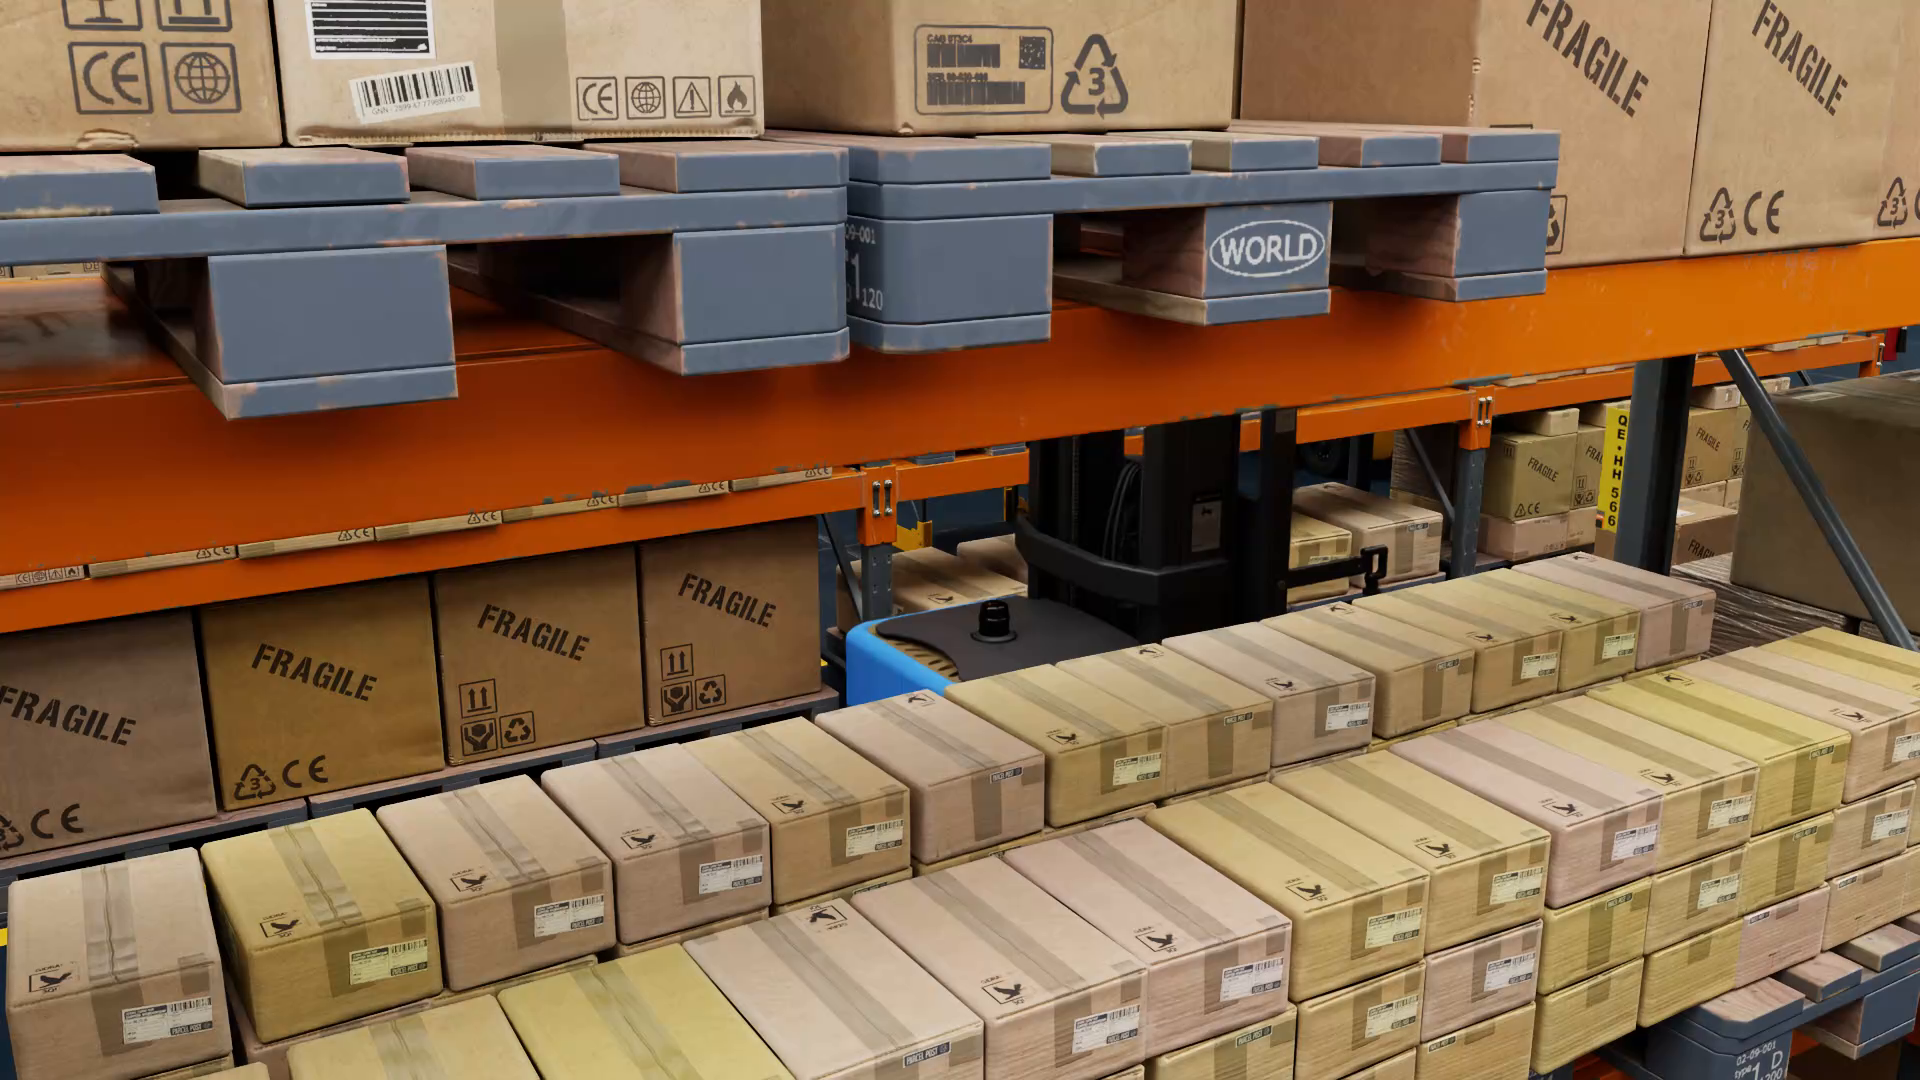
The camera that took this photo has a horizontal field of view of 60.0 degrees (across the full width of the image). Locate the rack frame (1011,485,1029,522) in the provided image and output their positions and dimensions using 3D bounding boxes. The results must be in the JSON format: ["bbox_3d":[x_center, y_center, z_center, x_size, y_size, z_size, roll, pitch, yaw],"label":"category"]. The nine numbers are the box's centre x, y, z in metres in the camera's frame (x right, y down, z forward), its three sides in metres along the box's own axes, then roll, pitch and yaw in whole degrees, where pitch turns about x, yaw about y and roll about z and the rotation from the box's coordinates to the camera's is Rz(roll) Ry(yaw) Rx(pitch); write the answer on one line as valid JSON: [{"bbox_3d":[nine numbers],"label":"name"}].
[{"bbox_3d":[0.509,-0.805,11.502,0.032,1.500,0.500,-9,18,-30],"label":"rack frame"}]

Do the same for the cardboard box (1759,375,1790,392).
[{"bbox_3d":[5.398,-1.050,11.325,0.250,0.149,0.380,-9,18,-28],"label":"cardboard box"}]

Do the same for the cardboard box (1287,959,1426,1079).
[{"bbox_3d":[0.494,0.672,2.593,0.250,0.149,0.380,-10,18,-31],"label":"cardboard box"}]

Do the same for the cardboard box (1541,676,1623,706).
[{"bbox_3d":[1.259,0.341,3.773,0.250,0.149,0.380,-8,18,-27],"label":"cardboard box"}]

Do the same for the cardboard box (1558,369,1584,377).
[{"bbox_3d":[3.639,-1.121,10.316,0.250,0.149,0.380,-9,18,-30],"label":"cardboard box"}]

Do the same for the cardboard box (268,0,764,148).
[{"bbox_3d":[-0.558,-0.615,1.876,0.500,0.311,0.500,-10,18,-30],"label":"cardboard box"}]

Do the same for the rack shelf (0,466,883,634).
[{"bbox_3d":[-2.342,0.000,7.187,4.000,0.370,1.077,-9,18,-30],"label":"rack shelf"}]

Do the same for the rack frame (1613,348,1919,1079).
[{"bbox_3d":[2.009,0.506,4.046,0.127,3.000,1.000,-9,18,-30],"label":"rack frame"}]

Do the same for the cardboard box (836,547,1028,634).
[{"bbox_3d":[-0.138,0.362,8.652,0.625,0.372,0.950,-11,19,-33],"label":"cardboard box"}]

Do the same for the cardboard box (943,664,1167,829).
[{"bbox_3d":[0.171,0.375,3.100,0.250,0.149,0.380,-10,18,-30],"label":"cardboard box"}]

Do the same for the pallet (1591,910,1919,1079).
[{"bbox_3d":[1.453,0.722,3.631,1.003,0.211,1.213,-9,18,-30],"label":"pallet"}]

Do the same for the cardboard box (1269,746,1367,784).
[{"bbox_3d":[0.602,0.448,3.390,0.250,0.149,0.380,-9,18,-30],"label":"cardboard box"}]

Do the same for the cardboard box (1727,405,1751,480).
[{"bbox_3d":[5.232,-0.731,11.388,0.500,0.500,0.500,-8,18,-28],"label":"cardboard box"}]

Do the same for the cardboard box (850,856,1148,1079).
[{"bbox_3d":[0.046,0.601,2.293,0.250,0.149,0.380,-9,18,-30],"label":"cardboard box"}]

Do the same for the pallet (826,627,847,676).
[{"bbox_3d":[0.043,0.609,8.844,1.213,0.211,1.003,-9,18,-30],"label":"pallet"}]

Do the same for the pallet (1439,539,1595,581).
[{"bbox_3d":[3.359,0.060,10.804,1.213,0.211,1.003,-9,18,-30],"label":"pallet"}]

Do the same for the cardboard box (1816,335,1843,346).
[{"bbox_3d":[5.860,-1.454,11.504,0.250,0.149,0.380,-9,18,-30],"label":"cardboard box"}]

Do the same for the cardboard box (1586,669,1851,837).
[{"bbox_3d":[1.384,0.384,3.069,0.250,0.149,0.380,-9,18,-28],"label":"cardboard box"}]

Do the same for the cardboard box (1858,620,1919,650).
[{"bbox_3d":[2.533,0.458,4.033,0.500,0.500,0.500,-9,18,-29],"label":"cardboard box"}]

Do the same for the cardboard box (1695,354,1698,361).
[{"bbox_3d":[4.540,-1.247,10.765,0.250,0.149,0.380,-9,18,-30],"label":"cardboard box"}]

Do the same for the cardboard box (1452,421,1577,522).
[{"bbox_3d":[3.446,-0.440,10.348,0.500,0.500,0.500,-8,18,-27],"label":"cardboard box"}]

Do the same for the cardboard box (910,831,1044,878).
[{"bbox_3d":[-0.053,0.553,3.017,0.250,0.149,0.380,-9,18,-29],"label":"cardboard box"}]

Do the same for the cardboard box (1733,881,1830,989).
[{"bbox_3d":[1.388,0.670,3.150,0.250,0.149,0.380,-9,18,-29],"label":"cardboard box"}]

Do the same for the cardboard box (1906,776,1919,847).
[{"bbox_3d":[1.820,0.456,3.362,0.250,0.149,0.380,-9,18,-29],"label":"cardboard box"}]

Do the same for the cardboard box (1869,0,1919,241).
[{"bbox_3d":[1.650,-0.848,3.135,0.500,0.500,0.500,-9,18,-30],"label":"cardboard box"}]

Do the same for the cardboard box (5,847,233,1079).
[{"bbox_3d":[-1.177,0.594,2.320,0.250,0.149,0.380,-8,18,-27],"label":"cardboard box"}]

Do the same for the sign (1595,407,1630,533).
[{"bbox_3d":[1.720,-0.179,4.346,0.005,0.325,0.100,-9,18,-30],"label":"sign"}]

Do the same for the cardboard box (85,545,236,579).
[{"bbox_3d":[-3.100,-0.069,6.377,0.500,0.250,0.500,-10,18,-31],"label":"cardboard box"}]

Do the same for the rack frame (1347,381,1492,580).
[{"bbox_3d":[2.801,-1.181,10.065,0.127,3.000,1.000,-9,18,-30],"label":"rack frame"}]

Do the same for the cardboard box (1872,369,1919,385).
[{"bbox_3d":[2.831,-0.154,4.364,0.500,0.500,0.700,-10,18,-31],"label":"cardboard box"}]

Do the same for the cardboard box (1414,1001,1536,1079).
[{"bbox_3d":[0.720,0.777,2.768,0.250,0.149,0.380,-9,18,-28],"label":"cardboard box"}]

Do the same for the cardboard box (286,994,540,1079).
[{"bbox_3d":[-0.610,0.706,1.919,0.250,0.149,0.380,-9,18,-28],"label":"cardboard box"}]

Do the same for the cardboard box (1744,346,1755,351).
[{"bbox_3d":[5.132,-1.377,11.230,0.250,0.149,0.380,-9,18,-29],"label":"cardboard box"}]

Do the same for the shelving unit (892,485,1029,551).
[{"bbox_3d":[0.065,-0.733,11.245,1.083,1.500,0.587,-9,18,-30],"label":"shelving unit"}]

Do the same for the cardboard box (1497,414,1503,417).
[{"bbox_3d":[3.606,-0.636,11.047,0.500,0.500,0.500,-9,18,-29],"label":"cardboard box"}]

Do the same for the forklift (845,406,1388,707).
[{"bbox_3d":[1.082,-0.151,6.518,3.031,2.935,1.130,-9,18,-30],"label":"forklift"}]

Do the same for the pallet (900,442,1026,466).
[{"bbox_3d":[-0.071,-0.656,8.549,1.003,0.211,1.213,-9,18,-30],"label":"pallet"}]

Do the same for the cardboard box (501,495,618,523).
[{"bbox_3d":[-1.797,-0.281,7.134,0.500,0.250,0.500,-9,18,-30],"label":"cardboard box"}]

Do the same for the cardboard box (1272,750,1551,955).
[{"bbox_3d":[0.715,0.492,2.682,0.250,0.149,0.380,-8,18,-27],"label":"cardboard box"}]

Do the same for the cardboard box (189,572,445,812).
[{"bbox_3d":[-2.795,0.520,7.156,0.875,0.875,0.875,-9,18,-28],"label":"cardboard box"}]

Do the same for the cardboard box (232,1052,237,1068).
[{"bbox_3d":[-0.959,0.844,2.530,0.250,0.149,0.380,-9,18,-29],"label":"cardboard box"}]

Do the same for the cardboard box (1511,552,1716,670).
[{"bbox_3d":[1.509,0.159,3.872,0.250,0.149,0.380,-9,18,-30],"label":"cardboard box"}]

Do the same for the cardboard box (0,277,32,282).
[{"bbox_3d":[-3.802,-0.719,6.378,0.500,0.500,0.500,-9,18,-28],"label":"cardboard box"}]

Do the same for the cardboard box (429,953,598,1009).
[{"bbox_3d":[-0.741,0.666,2.612,0.250,0.149,0.380,-8,18,-27],"label":"cardboard box"}]

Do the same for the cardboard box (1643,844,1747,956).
[{"bbox_3d":[1.153,0.565,2.972,0.250,0.149,0.380,-9,18,-30],"label":"cardboard box"}]

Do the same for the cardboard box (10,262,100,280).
[{"bbox_3d":[-5.642,-1.555,10.435,0.500,0.500,0.700,-9,18,-29],"label":"cardboard box"}]

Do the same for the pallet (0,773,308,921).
[{"bbox_3d":[-3.433,1.149,6.919,1.213,0.211,1.003,-9,18,-30],"label":"pallet"}]

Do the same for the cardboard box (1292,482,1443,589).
[{"bbox_3d":[2.353,-0.044,10.101,0.625,0.372,0.950,-9,18,-29],"label":"cardboard box"}]

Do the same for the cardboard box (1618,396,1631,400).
[{"bbox_3d":[4.253,-0.866,10.665,0.250,0.149,0.380,-8,18,-27],"label":"cardboard box"}]

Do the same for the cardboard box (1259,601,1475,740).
[{"bbox_3d":[0.844,0.266,3.490,0.250,0.149,0.380,-10,19,-32],"label":"cardboard box"}]

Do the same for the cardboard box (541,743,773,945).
[{"bbox_3d":[-0.499,0.484,2.711,0.250,0.149,0.380,-9,18,-30],"label":"cardboard box"}]

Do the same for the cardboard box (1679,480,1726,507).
[{"bbox_3d":[4.782,-0.296,11.226,0.500,0.250,0.500,-10,18,-32],"label":"cardboard box"}]
